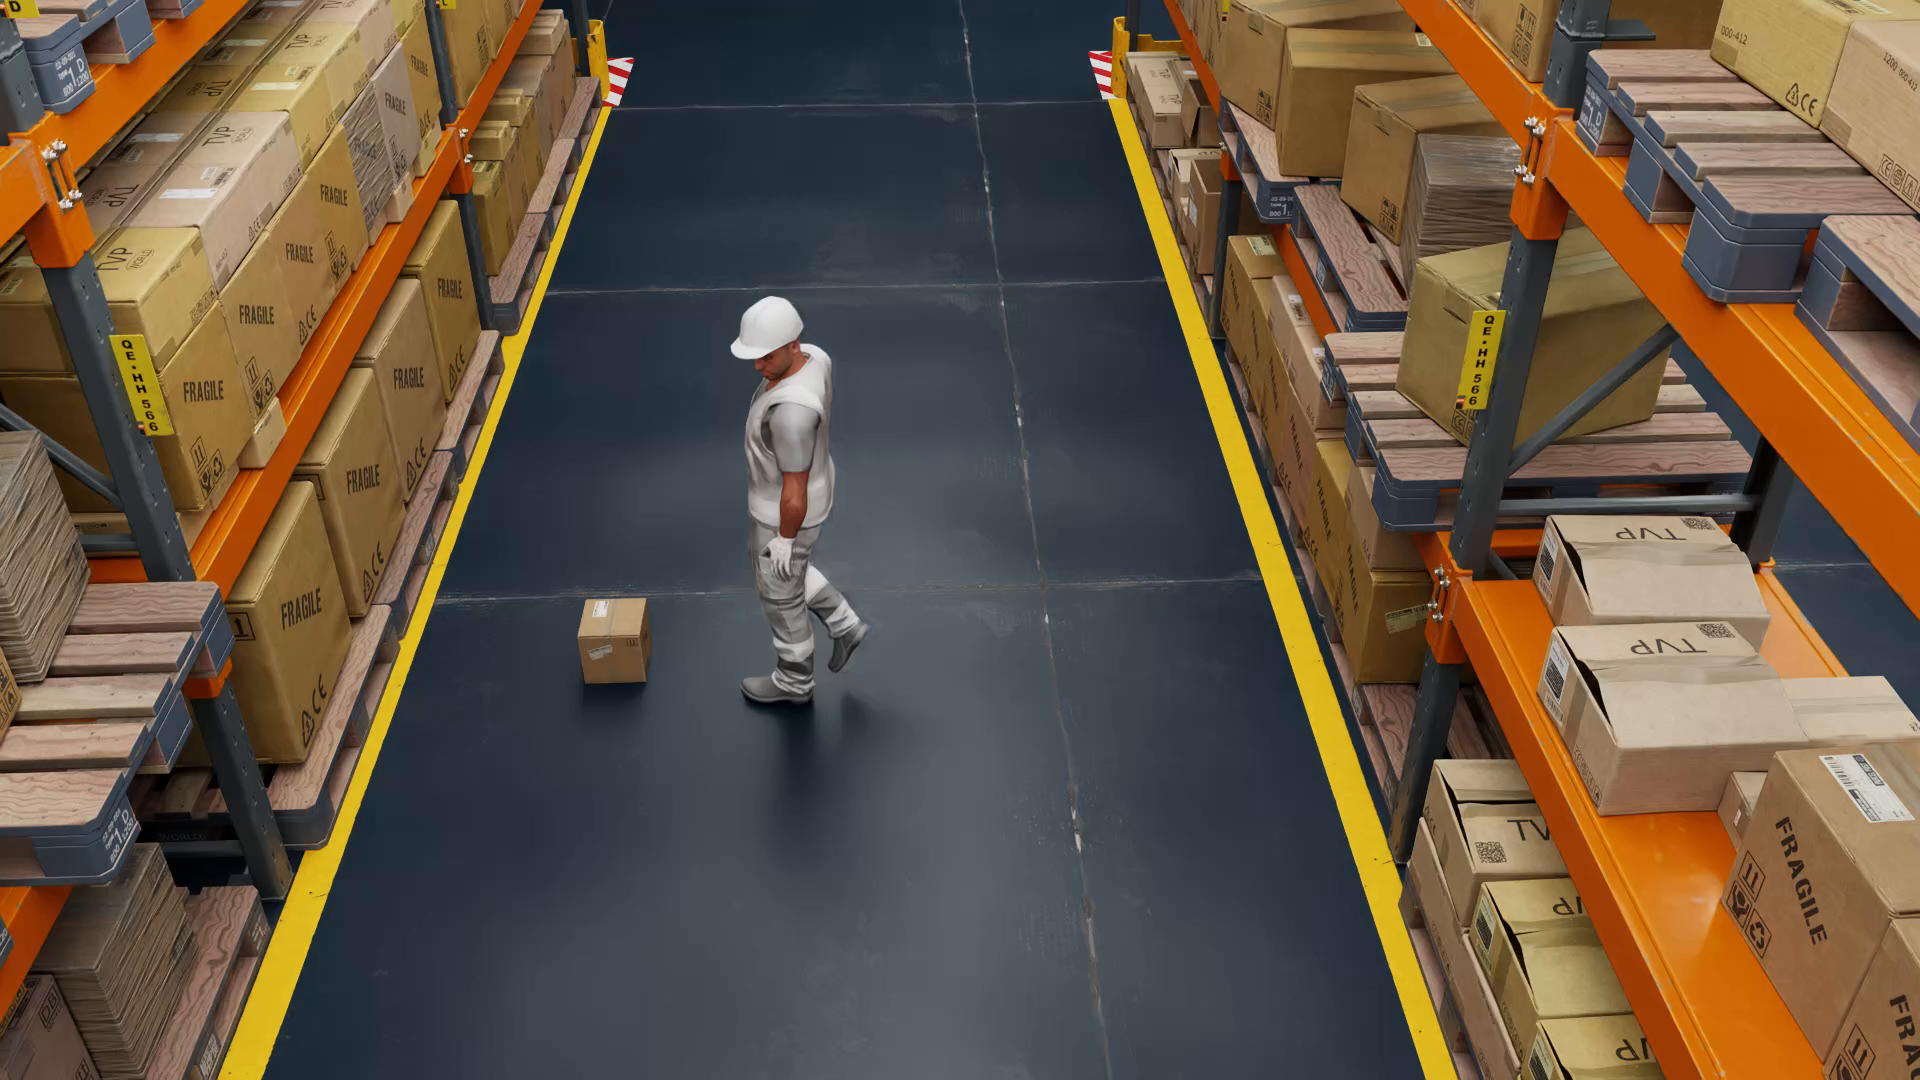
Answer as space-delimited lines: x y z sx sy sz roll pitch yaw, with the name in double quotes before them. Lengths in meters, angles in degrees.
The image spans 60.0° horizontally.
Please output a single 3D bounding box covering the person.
"person" -0.627 -0.119 6.261 0.529 1.782 0.575 3 35 4
